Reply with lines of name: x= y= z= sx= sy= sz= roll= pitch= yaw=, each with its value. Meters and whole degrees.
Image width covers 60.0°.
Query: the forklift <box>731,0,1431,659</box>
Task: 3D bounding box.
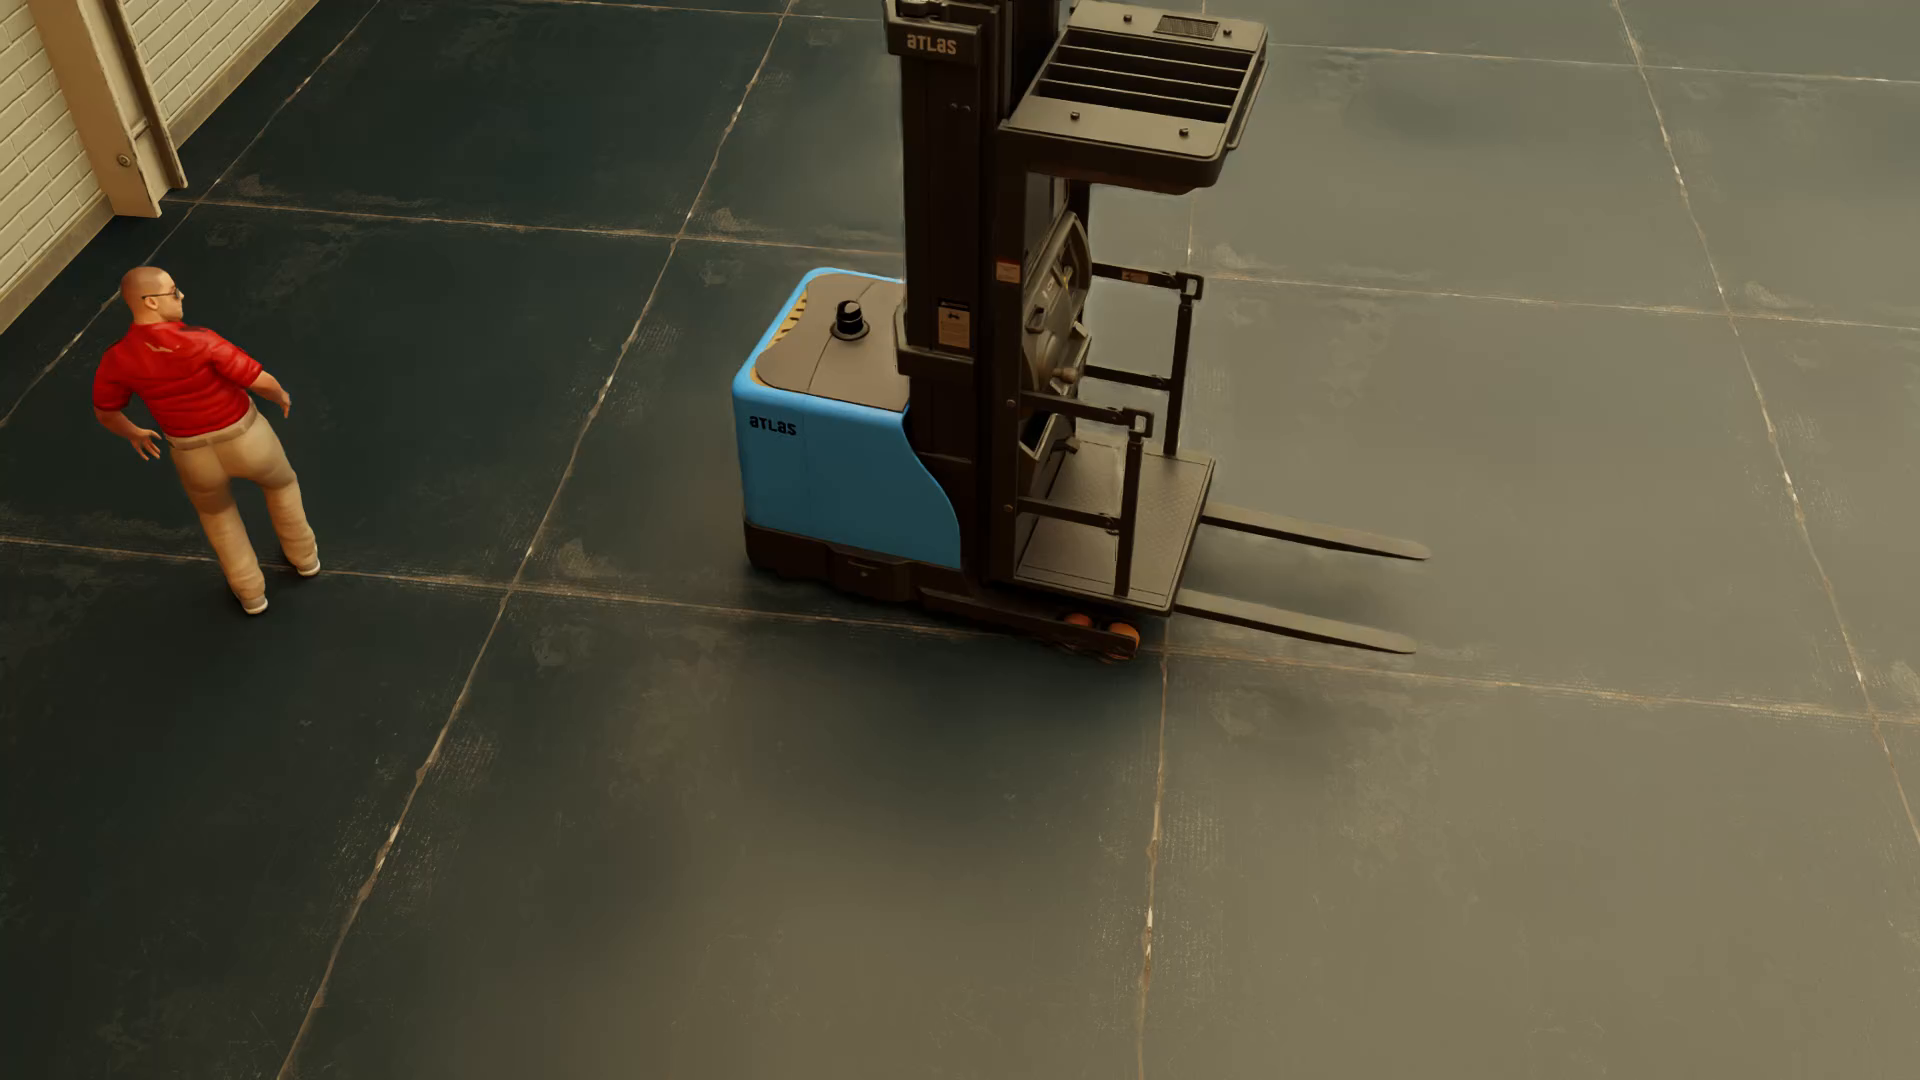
forklift: x=0.584 y=-0.959 z=6.768 sx=3.031 sy=2.935 sz=1.130 roll=12 pitch=44 yaw=13

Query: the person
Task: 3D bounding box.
person: x=-3.218 y=-0.444 z=7.124 sx=0.734 sy=1.700 sz=0.505 roll=-12 pitch=44 yaw=-13
